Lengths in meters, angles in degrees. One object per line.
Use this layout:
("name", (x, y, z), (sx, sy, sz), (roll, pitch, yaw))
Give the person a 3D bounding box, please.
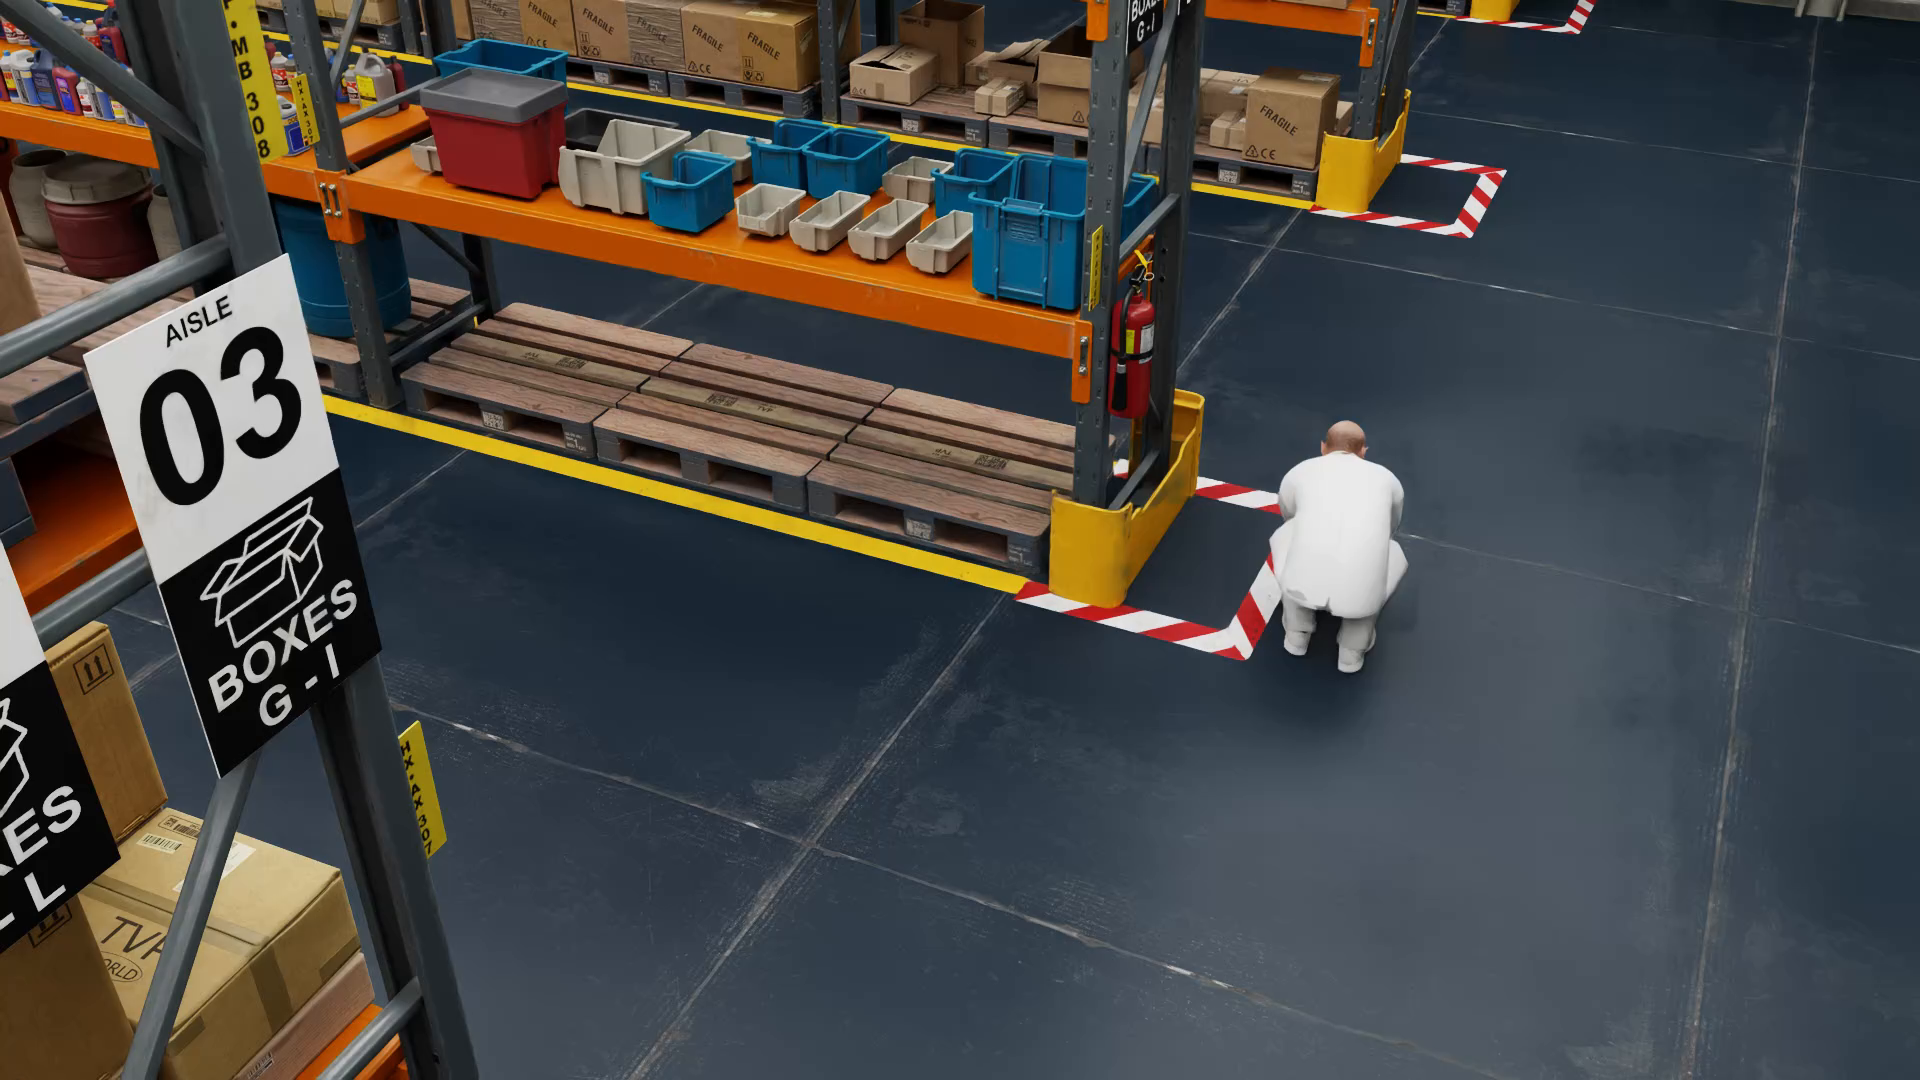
("person", (1.601, 0.073, 7.042), (0.577, 0.848, 0.936), (10, 35, 15))
